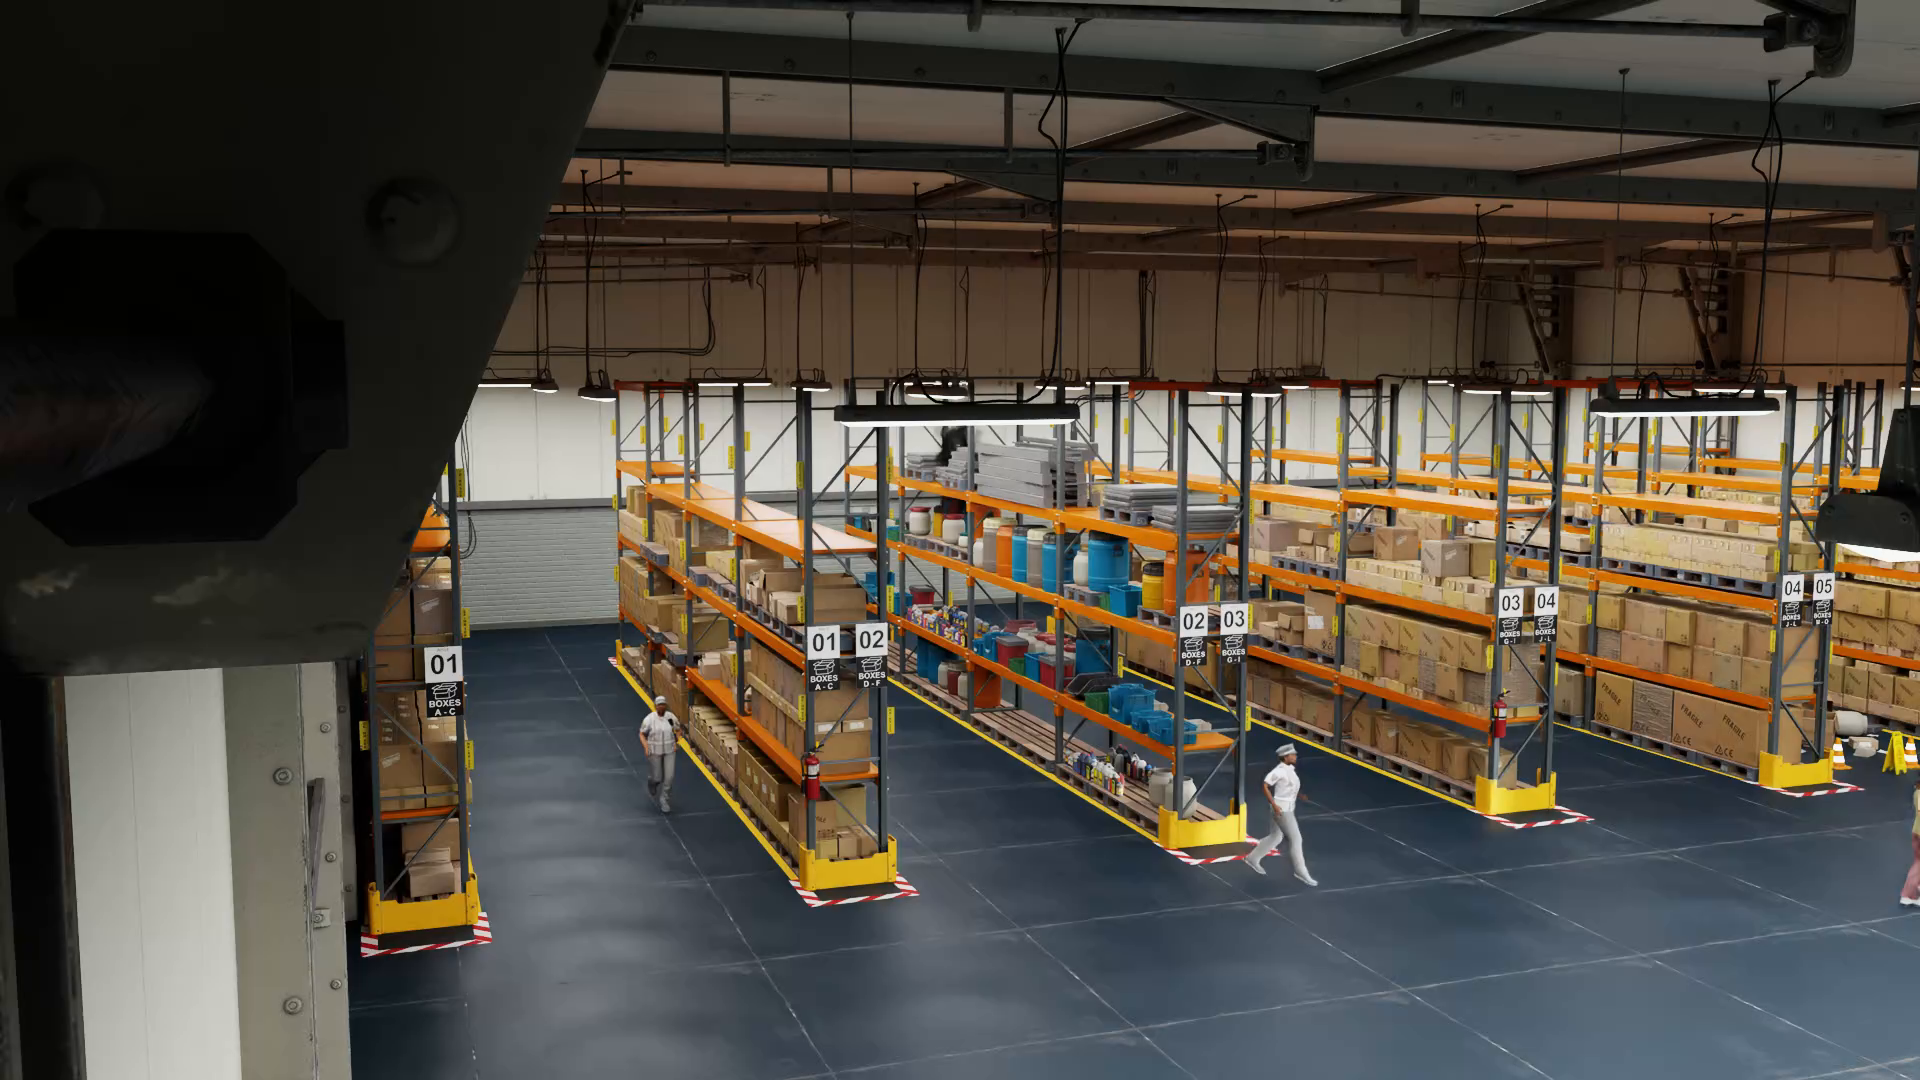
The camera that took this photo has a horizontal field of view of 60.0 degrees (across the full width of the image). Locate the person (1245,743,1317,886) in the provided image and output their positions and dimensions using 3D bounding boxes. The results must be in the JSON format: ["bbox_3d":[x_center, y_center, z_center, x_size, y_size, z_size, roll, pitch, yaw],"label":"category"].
[{"bbox_3d":[3.966,3.327,20.403,0.880,1.714,0.589,2,6,16],"label":"person"}]

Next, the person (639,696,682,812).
[{"bbox_3d":[-4.270,3.028,23.783,0.615,1.630,0.587,-2,6,-21],"label":"person"}]

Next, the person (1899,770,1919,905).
[{"bbox_3d":[11.307,3.449,19.375,0.599,1.639,0.565,0,6,1],"label":"person"}]
